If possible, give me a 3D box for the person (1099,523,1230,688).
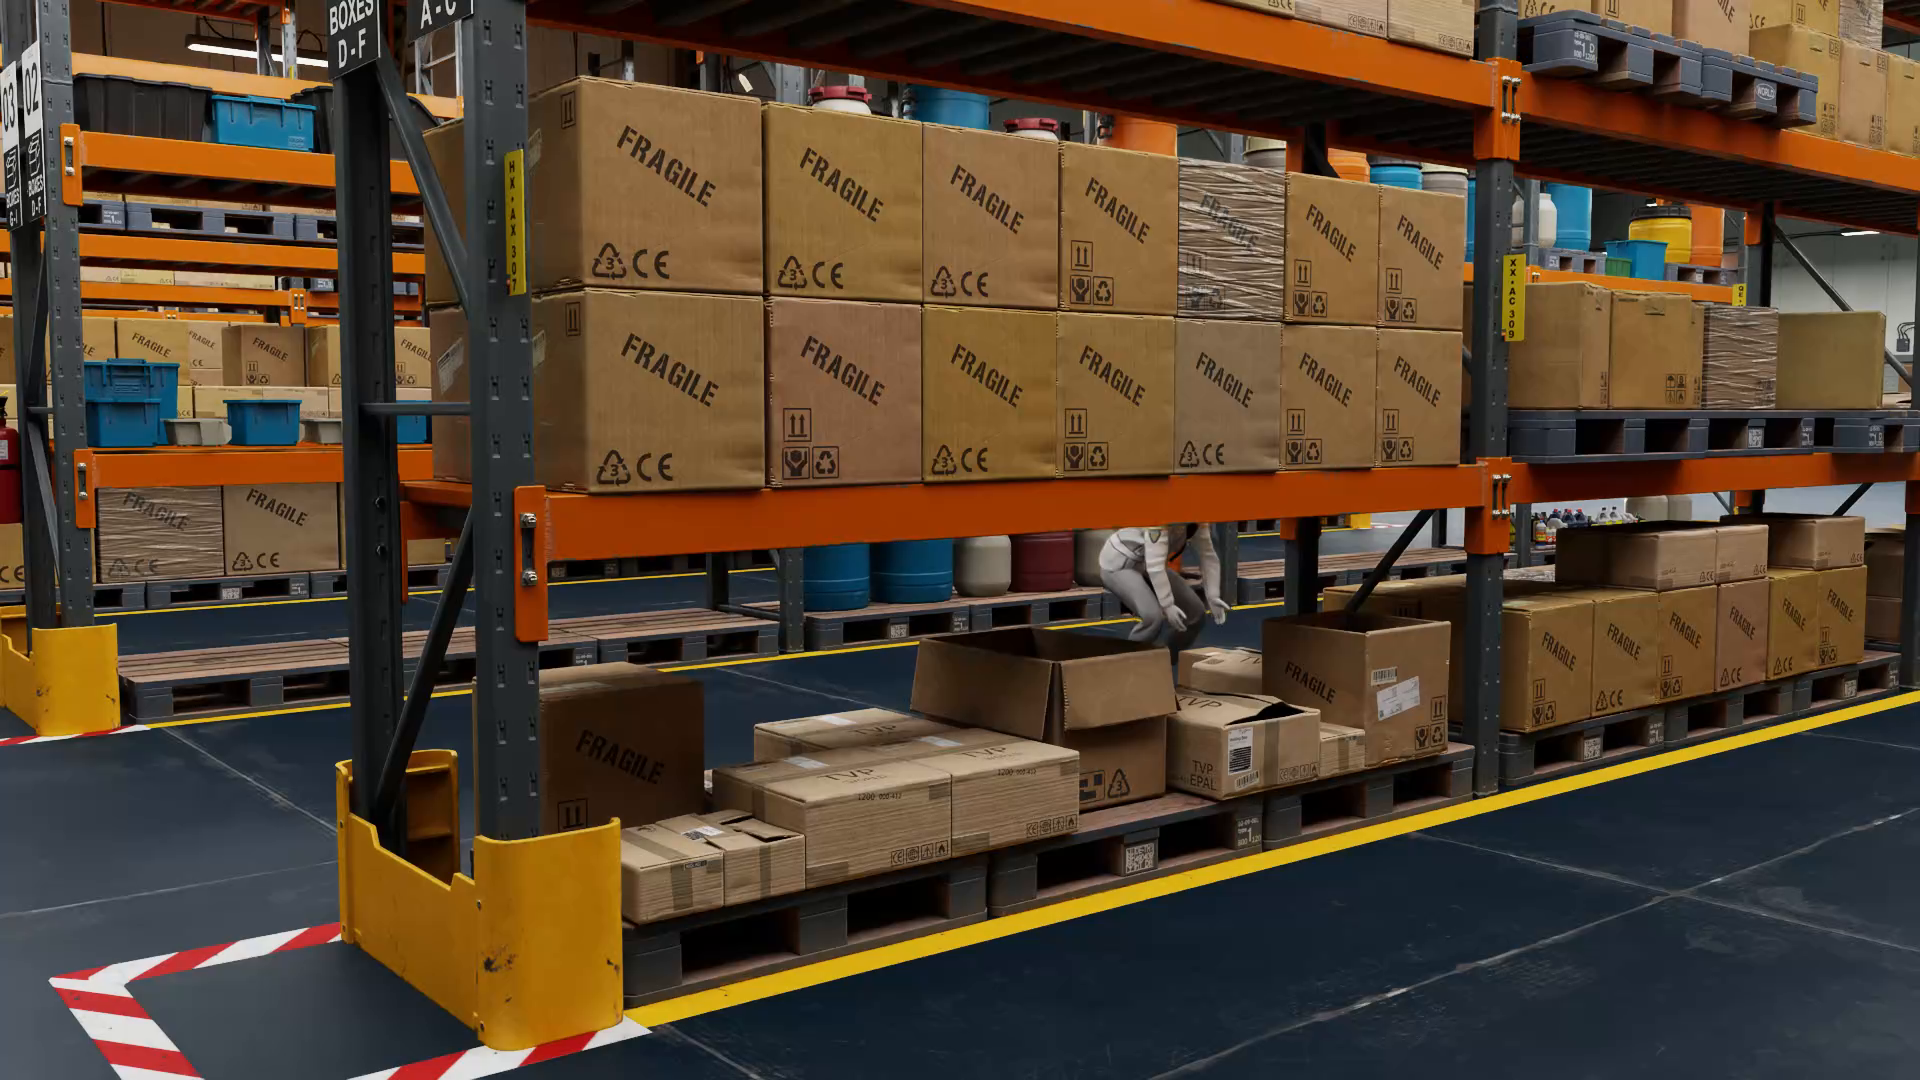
[{"bbox_3d":[1.124,0.200,8.987,0.529,1.235,0.776,-4,6,-39],"label":"person"}]
